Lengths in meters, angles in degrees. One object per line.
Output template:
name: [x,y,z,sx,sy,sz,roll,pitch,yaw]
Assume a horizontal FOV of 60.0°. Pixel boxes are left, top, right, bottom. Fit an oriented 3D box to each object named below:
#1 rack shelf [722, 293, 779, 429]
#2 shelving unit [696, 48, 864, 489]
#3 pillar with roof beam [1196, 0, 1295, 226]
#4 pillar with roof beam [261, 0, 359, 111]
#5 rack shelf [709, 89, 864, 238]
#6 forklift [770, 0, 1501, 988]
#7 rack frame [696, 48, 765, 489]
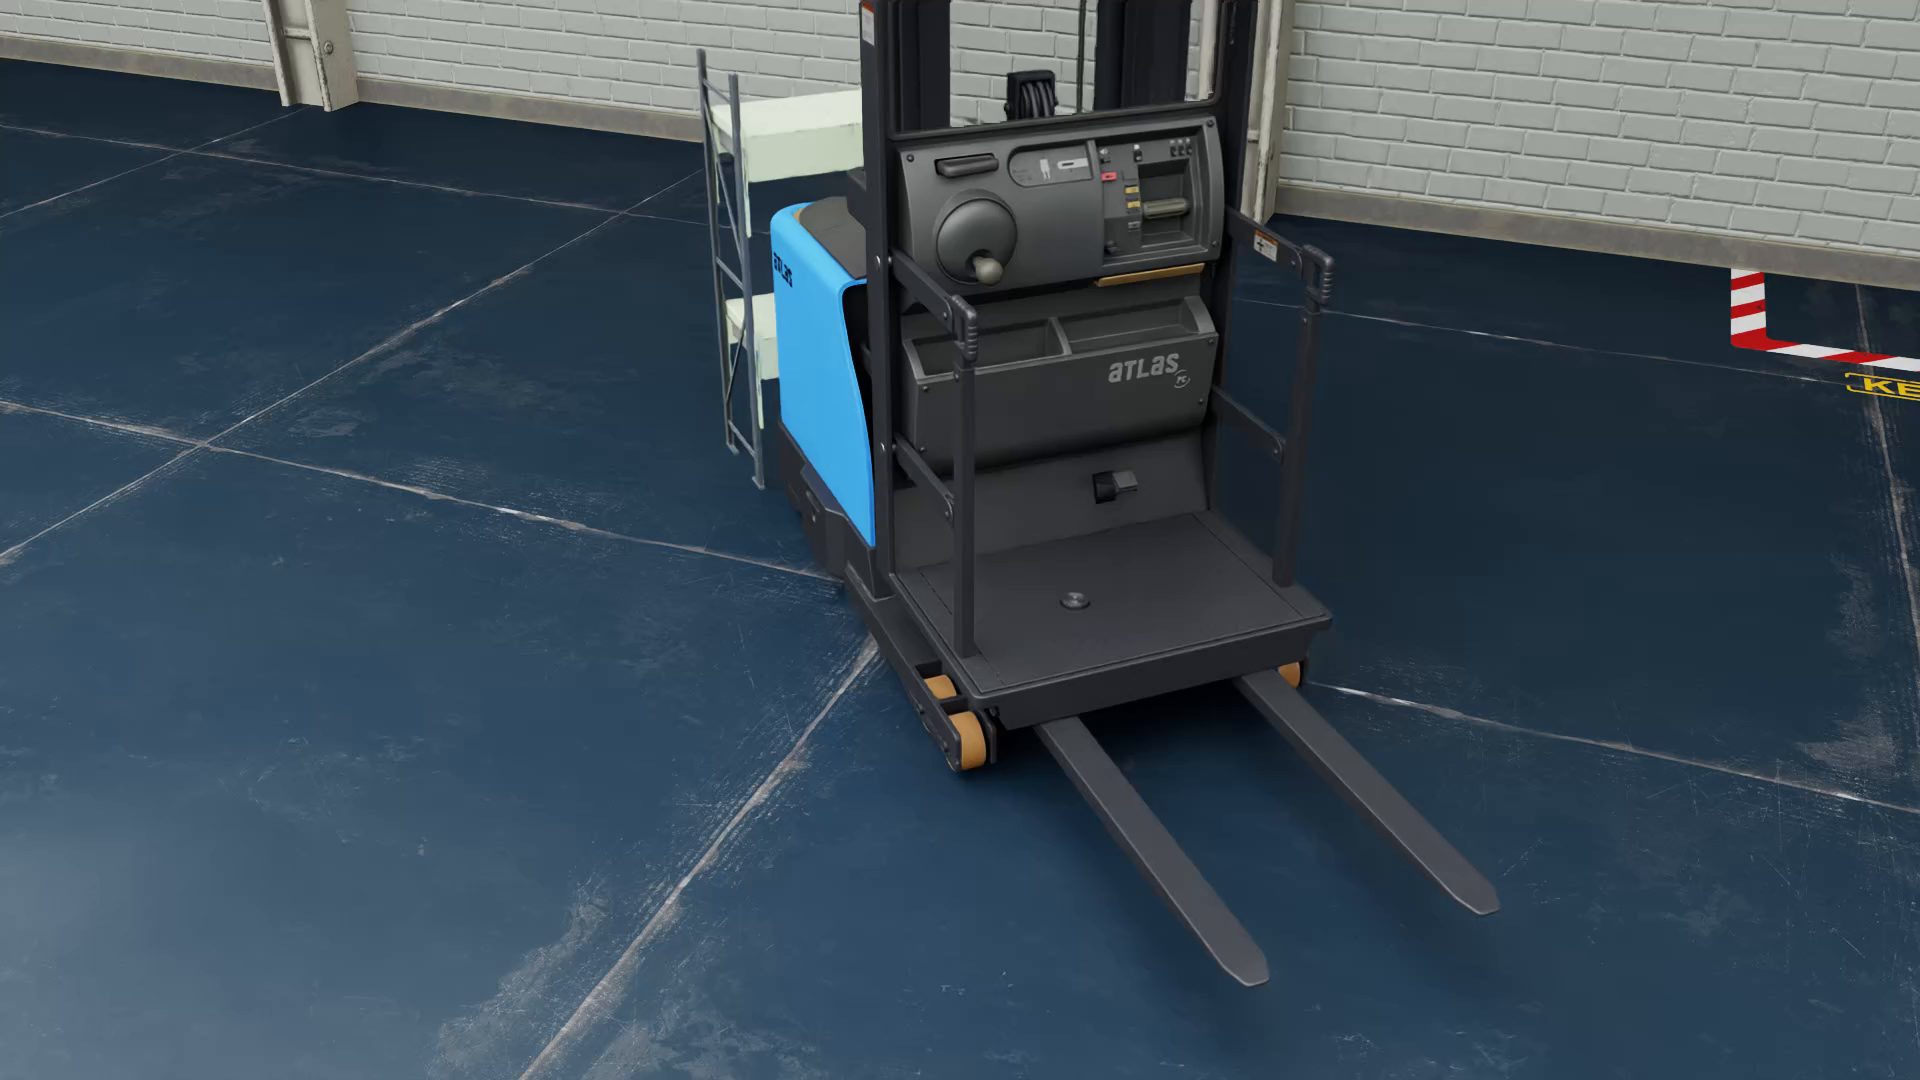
rack shelf: [-0.472,-0.722,6.166,0.720,0.370,0.431,-12,32,-21]
shelving unit: [-0.472,-1.006,6.005,0.755,1.500,0.431,-12,32,-21]
pillar with roof beam: [-0.183,-3.674,3.105,0.400,9.000,9.100,11,31,19]
pillar with roof beam: [-5.742,-4.784,5.069,0.400,9.000,9.100,11,31,19]
rack shelf: [-0.472,-1.346,5.813,0.720,0.370,0.431,-12,32,-21]
forklift: [0.370,-0.869,4.309,1.130,2.935,3.031,-11,31,-19]
rack frame: [-0.806,-0.932,5.875,0.023,1.500,0.400,-12,32,-21]
